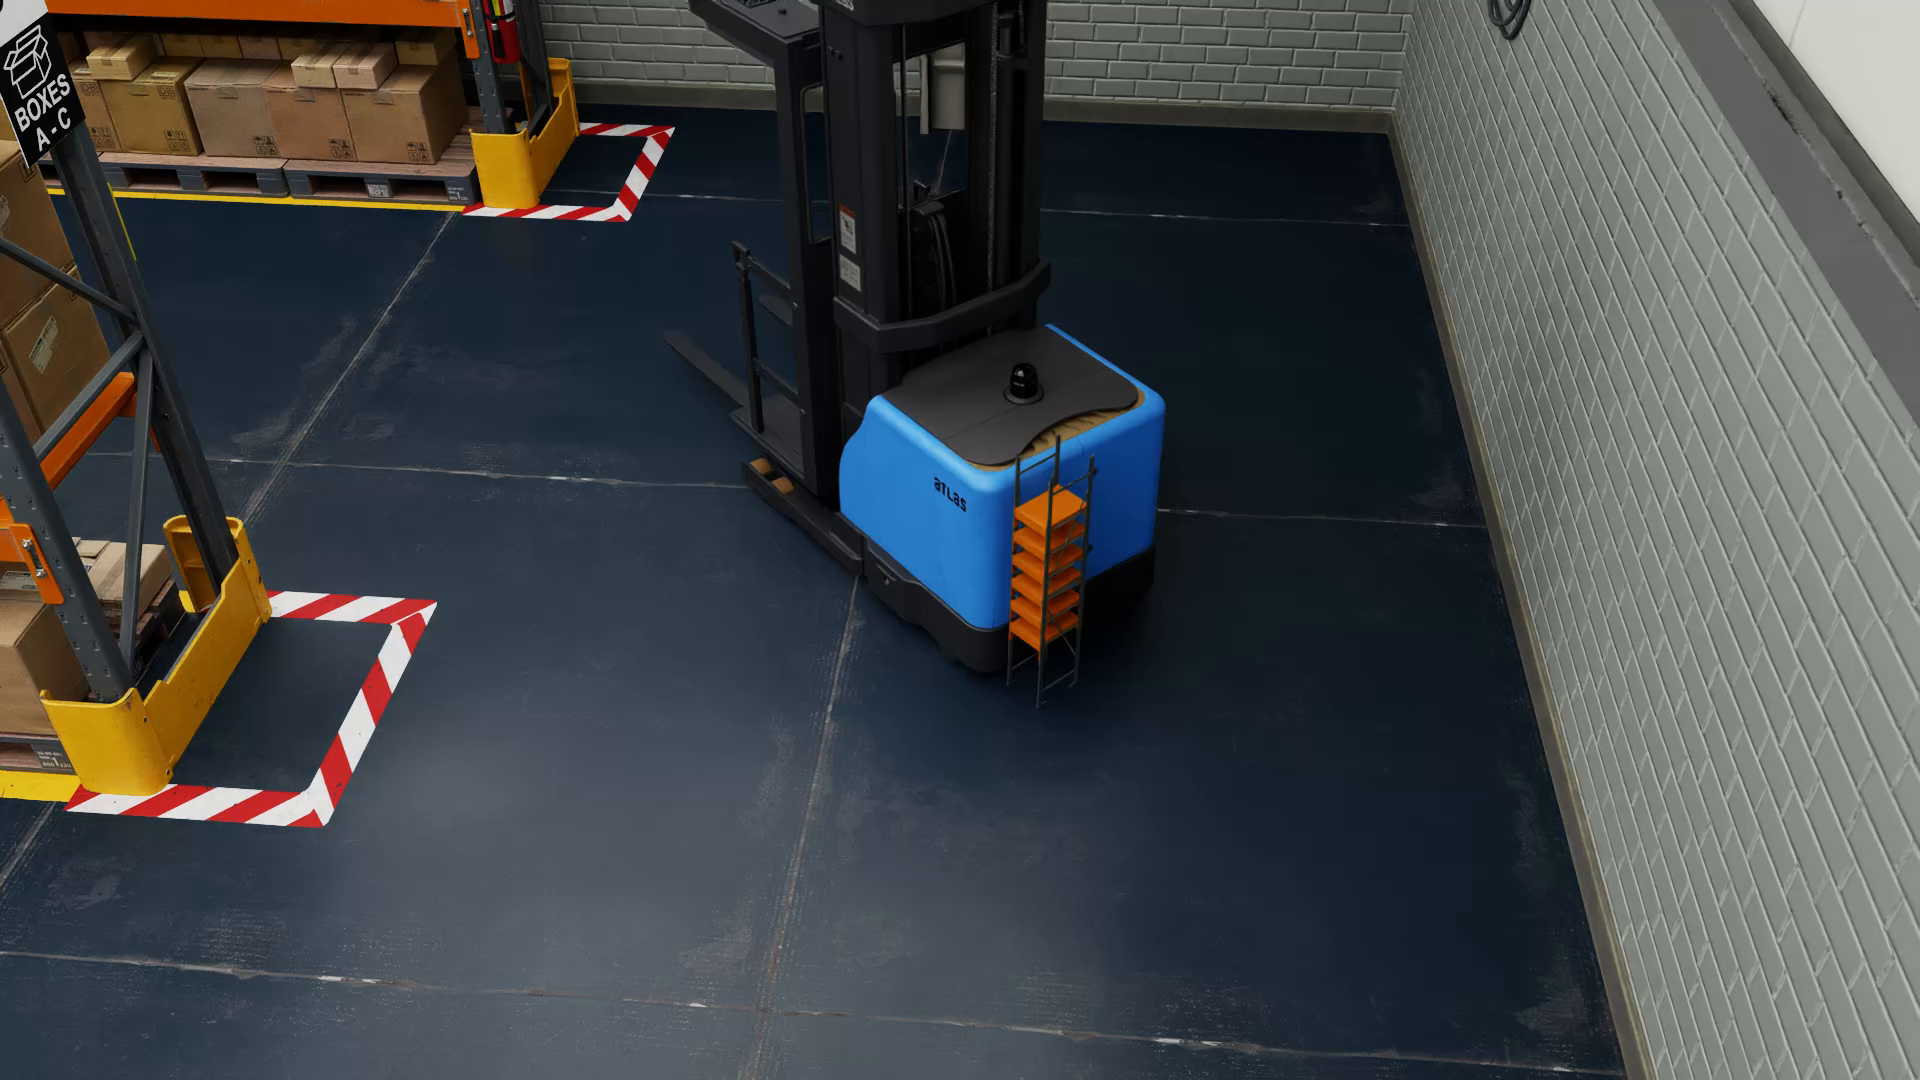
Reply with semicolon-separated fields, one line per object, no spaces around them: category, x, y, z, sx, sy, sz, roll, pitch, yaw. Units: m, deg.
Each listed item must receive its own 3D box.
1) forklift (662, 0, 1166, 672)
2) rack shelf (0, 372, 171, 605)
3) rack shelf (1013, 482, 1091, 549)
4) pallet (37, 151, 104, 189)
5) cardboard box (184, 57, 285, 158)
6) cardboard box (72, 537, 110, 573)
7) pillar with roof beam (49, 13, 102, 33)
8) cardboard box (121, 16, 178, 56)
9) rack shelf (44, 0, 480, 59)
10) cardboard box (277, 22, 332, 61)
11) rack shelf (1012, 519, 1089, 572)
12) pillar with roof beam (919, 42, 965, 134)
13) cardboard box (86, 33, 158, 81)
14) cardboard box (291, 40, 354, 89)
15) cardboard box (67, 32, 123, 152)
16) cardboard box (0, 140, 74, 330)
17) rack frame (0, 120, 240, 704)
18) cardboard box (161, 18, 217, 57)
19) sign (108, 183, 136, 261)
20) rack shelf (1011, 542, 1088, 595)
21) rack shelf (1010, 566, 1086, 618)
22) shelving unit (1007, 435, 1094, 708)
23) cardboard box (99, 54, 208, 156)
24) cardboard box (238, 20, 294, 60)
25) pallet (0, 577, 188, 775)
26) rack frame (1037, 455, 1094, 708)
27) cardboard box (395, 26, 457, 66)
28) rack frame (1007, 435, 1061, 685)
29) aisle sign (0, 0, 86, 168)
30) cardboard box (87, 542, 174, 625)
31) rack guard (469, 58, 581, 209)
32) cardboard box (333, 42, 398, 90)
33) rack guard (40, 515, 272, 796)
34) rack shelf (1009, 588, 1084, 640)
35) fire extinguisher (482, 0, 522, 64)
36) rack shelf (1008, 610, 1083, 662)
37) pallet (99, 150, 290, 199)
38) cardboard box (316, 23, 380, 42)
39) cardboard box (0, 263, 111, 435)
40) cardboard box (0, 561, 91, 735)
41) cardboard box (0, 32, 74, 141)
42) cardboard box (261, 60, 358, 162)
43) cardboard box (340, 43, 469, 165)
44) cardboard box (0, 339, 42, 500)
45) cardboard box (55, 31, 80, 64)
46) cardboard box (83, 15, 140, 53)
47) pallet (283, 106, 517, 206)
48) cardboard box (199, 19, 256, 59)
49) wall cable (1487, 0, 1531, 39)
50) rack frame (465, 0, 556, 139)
forklift;-0.417;-1.446;7.375;1.130;2.935;3.031;-26;46;-28
rack shelf;-5.242;-0.337;6.528;4.000;0.370;1.077;3;39;4
rack shelf;0.364;-0.098;6.587;0.258;0.103;0.180;-29;47;-32
pallet;-6.060;-2.668;11.031;1.213;0.211;1.003;3;39;4
cardboard box;-4.532;-2.845;10.687;0.500;0.500;0.700;2;39;2
cardboard box;-3.886;0.169;7.233;0.250;0.166;0.380;3;39;4
pillar with roof beam;-6.410;-3.965;5.664;0.400;9.000;9.100;3;39;4
cardboard box;-5.163;-3.257;10.680;0.250;0.149;0.380;4;39;4
rack shelf;-4.819;-3.452;10.356;4.000;0.370;1.077;3;39;4
cardboard box;-4.144;-3.203;10.613;0.250;0.149;0.380;3;39;4
rack shelf;0.363;-0.004;6.662;0.258;0.103;0.180;-29;47;-32
pillar with roof beam;-0.433;-3.639;5.262;0.400;9.000;9.100;3;39;4
cardboard box;-5.229;-3.018;10.386;0.250;0.149;0.380;2;39;3
cardboard box;-3.930;-2.949;10.300;0.250;0.149;0.380;4;39;5
cardboard box;-5.575;-2.899;10.754;0.500;0.500;0.700;3;39;3
cardboard box;-3.669;-1.123;6.053;0.500;0.500;0.500;4;39;5
rack frame;-3.250;-0.507;6.167;0.127;3.000;1.000;3;39;4
cardboard box;-4.906;-3.244;10.663;0.250;0.149;0.380;2;39;3
sign;-3.203;-1.184;6.313;0.005;0.325;0.100;3;39;4
rack shelf;0.361;0.089;6.737;0.258;0.103;0.180;-29;47;-32
rack shelf;0.360;0.183;6.812;0.258;0.103;0.180;-29;47;-32
shelving unit;0.361;0.149;6.784;0.258;1.200;0.189;-29;47;-32
cardboard box;-5.063;-2.870;10.717;0.500;0.500;0.700;4;39;5
cardboard box;-4.398;-3.216;10.629;0.250;0.149;0.380;4;39;4
pallet;-4.120;0.528;7.105;1.213;0.211;1.003;3;39;4
rack frame;0.422;0.191;6.731;0.240;1.200;0.006;-29;47;-32
cardboard box;-3.390;-3.162;10.562;0.250;0.149;0.380;3;39;4
rack frame;0.299;0.106;6.837;0.240;1.200;0.006;-29;47;-32
aisle sign;-3.156;-1.696;5.569;0.004;0.787;0.394;3;39;4
cardboard box;-3.637;0.189;7.222;0.250;0.149;0.380;3;39;4
rack guard;-2.802;-2.652;10.782;0.348;0.500;1.175;3;39;4
cardboard box;-3.676;-2.935;10.284;0.250;0.149;0.380;3;39;3
rack guard;-3.325;0.458;6.961;0.348;0.500;1.175;3;39;4
rack shelf;0.359;0.277;6.886;0.258;0.103;0.180;-29;47;-32
fire extinguisher;-2.716;-3.149;9.770;0.183;0.674;0.296;3;39;4
rack shelf;0.357;0.371;6.961;0.258;0.103;0.180;-29;47;-32
pallet;-4.841;-2.603;10.952;1.213;0.211;1.003;3;39;4
cardboard box;-3.895;-3.189;10.596;0.250;0.149;0.380;3;39;4
cardboard box;-3.669;-0.736;6.369;0.500;0.500;0.500;4;39;5
cardboard box;-3.813;0.417;6.663;0.500;0.500;0.500;3;39;4
cardboard box;-6.075;-2.929;10.790;0.500;0.500;0.700;4;39;4
cardboard box;-4.030;-2.818;10.654;0.500;0.500;0.700;3;39;4
cardboard box;-3.532;-2.791;10.621;0.500;0.500;0.700;3;39;4
cardboard box;-3.719;-0.399;5.955;0.500;0.500;0.500;4;39;5
cardboard box;-5.749;-3.047;10.421;0.250;0.149;0.380;4;39;5
cardboard box;-5.414;-3.272;10.697;0.250;0.149;0.380;2;39;2
pallet;-3.629;-2.535;10.868;1.213;0.211;1.003;3;39;4
cardboard box;-4.653;-3.230;10.646;0.250;0.149;0.380;4;39;4
wall cable;2.778;-4.212;8.427;0.112;2.526;3.097;3;39;4
rack frame;-2.826;-3.622;9.995;0.127;3.000;1.000;3;39;4
